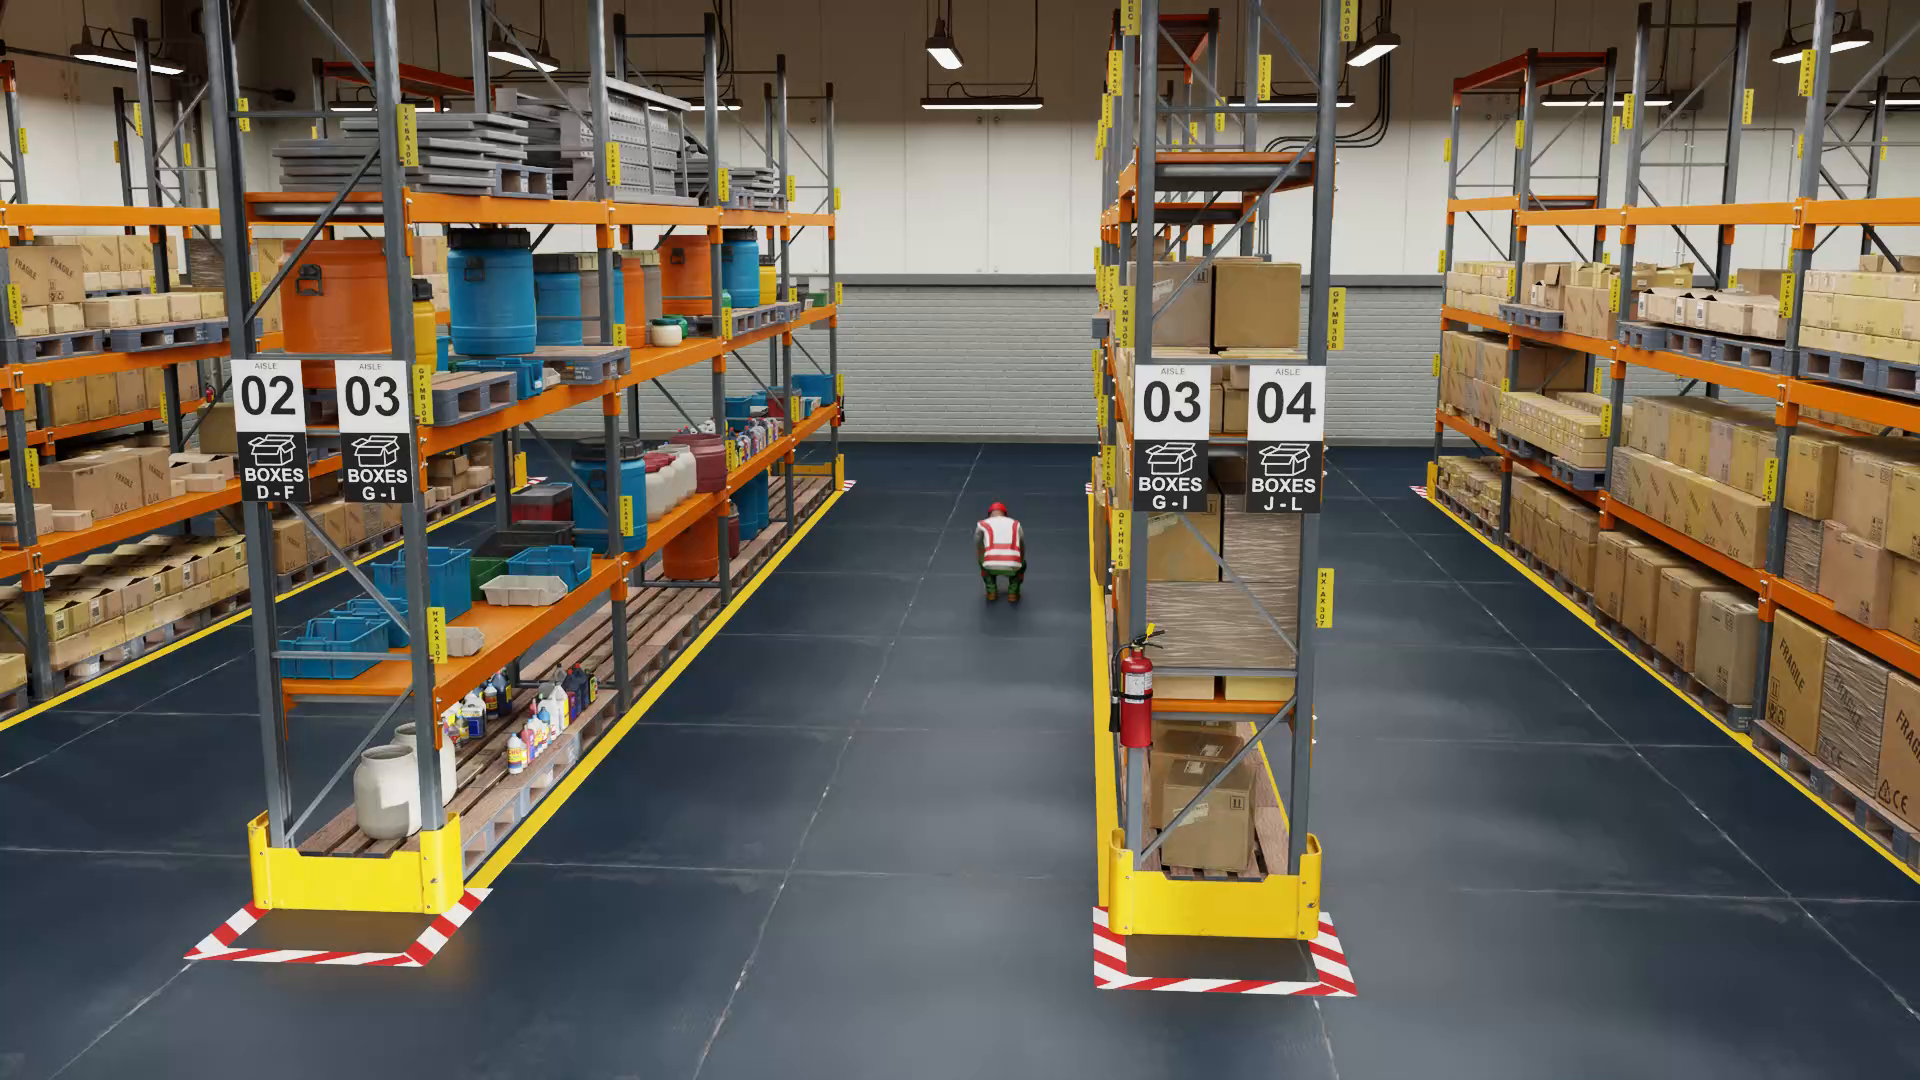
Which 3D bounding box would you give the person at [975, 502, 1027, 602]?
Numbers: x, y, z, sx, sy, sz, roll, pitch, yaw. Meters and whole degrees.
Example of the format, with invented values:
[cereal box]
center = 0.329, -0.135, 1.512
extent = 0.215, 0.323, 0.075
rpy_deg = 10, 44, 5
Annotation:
[person]
center = 0.437, 0.126, 17.872
extent = 0.569, 0.991, 0.868
rpy_deg = 1, 11, 4
